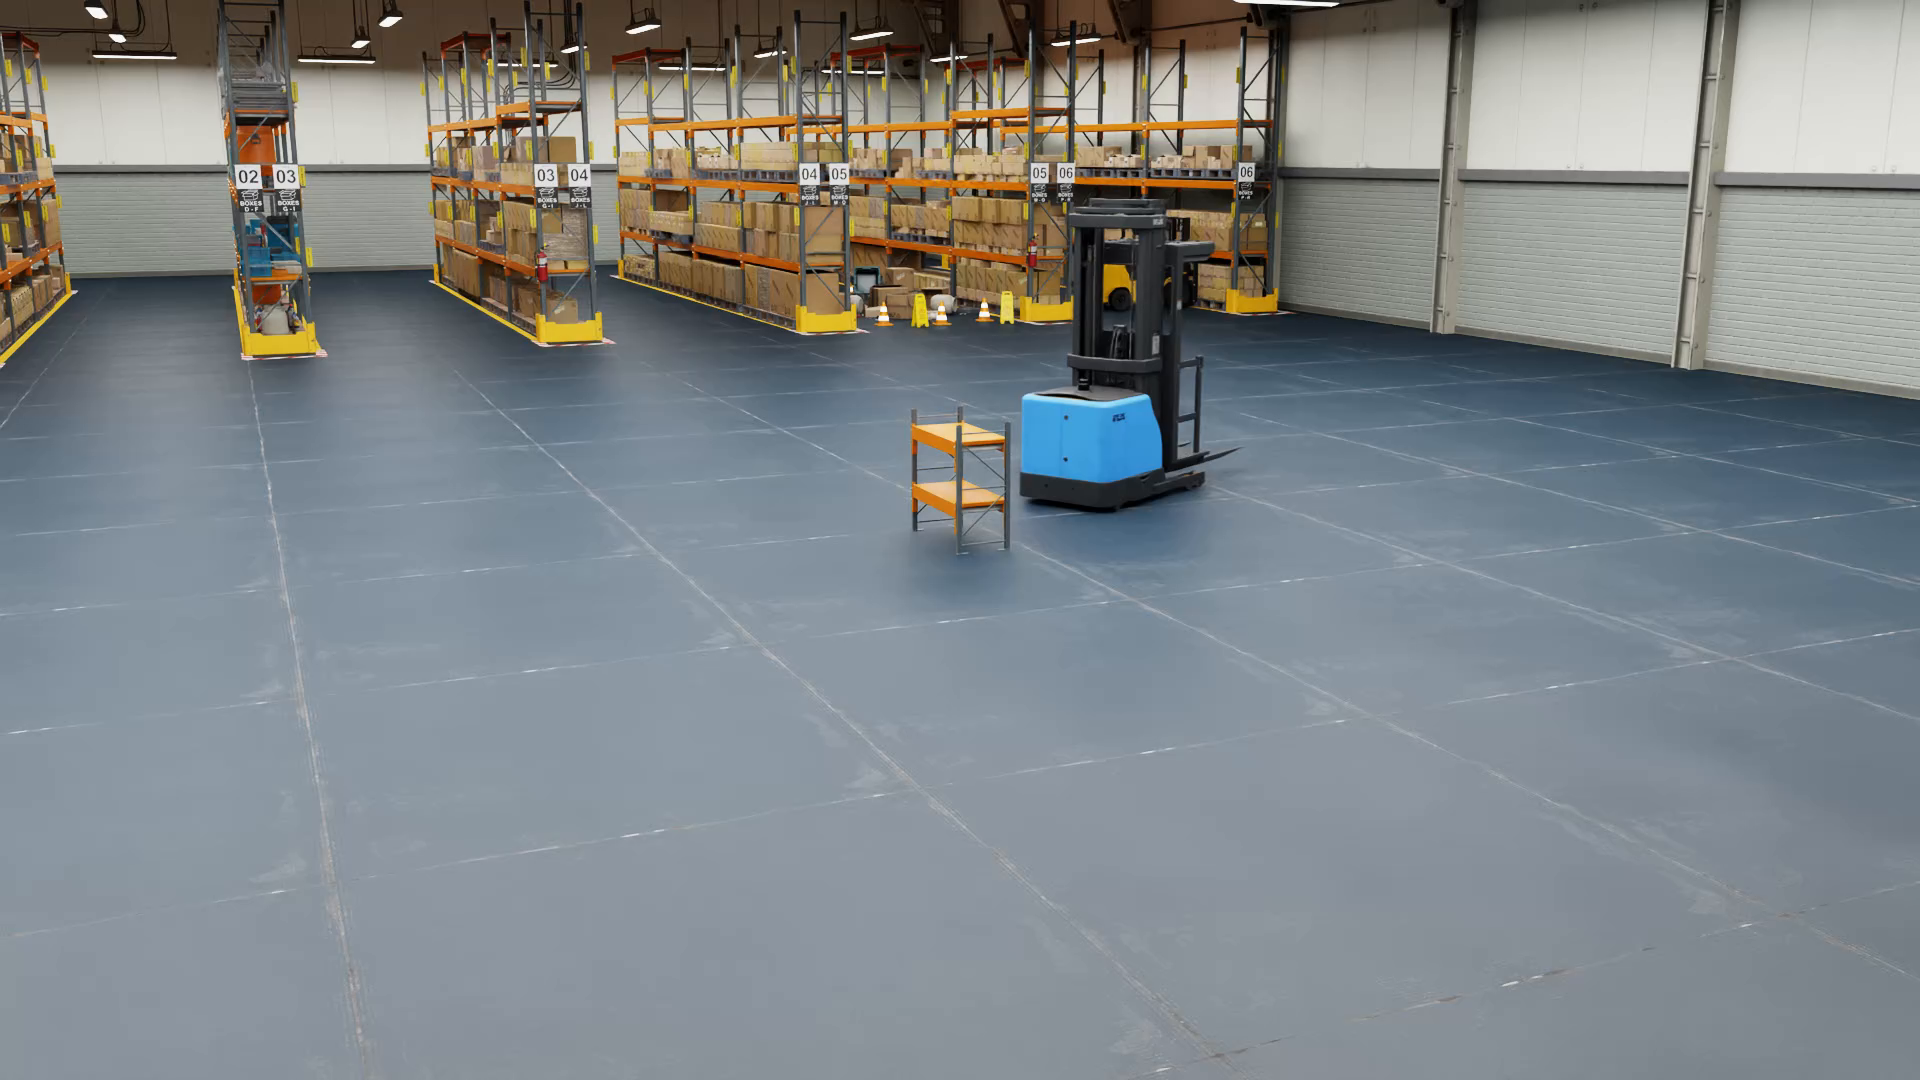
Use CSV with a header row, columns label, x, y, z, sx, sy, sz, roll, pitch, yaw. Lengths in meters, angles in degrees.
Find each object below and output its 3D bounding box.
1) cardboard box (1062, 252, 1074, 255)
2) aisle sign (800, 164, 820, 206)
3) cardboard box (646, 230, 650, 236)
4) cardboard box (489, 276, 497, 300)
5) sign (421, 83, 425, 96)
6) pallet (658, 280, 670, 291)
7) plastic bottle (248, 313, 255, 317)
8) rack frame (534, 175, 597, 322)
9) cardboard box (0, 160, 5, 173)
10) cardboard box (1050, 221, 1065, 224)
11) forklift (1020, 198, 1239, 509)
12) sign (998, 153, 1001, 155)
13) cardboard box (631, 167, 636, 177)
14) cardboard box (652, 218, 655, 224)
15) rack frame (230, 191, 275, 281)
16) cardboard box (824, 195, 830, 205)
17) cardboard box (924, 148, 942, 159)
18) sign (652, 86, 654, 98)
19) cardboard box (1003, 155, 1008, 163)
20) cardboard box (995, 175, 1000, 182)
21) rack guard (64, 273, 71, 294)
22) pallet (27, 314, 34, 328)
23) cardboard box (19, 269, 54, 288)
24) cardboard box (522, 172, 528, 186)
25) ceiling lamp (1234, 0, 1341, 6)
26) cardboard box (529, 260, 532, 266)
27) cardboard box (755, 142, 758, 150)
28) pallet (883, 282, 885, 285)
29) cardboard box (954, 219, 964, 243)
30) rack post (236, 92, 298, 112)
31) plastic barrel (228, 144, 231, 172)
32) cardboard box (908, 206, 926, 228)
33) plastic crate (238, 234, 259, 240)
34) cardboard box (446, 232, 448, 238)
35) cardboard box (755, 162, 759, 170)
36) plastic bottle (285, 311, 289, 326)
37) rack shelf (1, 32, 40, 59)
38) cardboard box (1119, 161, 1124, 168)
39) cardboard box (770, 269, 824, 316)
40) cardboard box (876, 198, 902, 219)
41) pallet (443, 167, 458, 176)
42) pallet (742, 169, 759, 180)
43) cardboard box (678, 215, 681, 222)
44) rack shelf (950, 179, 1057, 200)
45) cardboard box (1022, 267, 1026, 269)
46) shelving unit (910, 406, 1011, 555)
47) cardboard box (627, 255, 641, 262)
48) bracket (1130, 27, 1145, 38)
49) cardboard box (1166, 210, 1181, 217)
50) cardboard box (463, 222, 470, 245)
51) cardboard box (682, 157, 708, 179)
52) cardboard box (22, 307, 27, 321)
label,x,y,z,sx,sy,sz,roll,pitch,yaw
cardboard box,2.777,-7.533,43.941,0.380,0.149,0.250,-6,14,-26
aisle sign,-2.877,-6.806,31.860,0.394,0.787,0.004,-6,14,-23
cardboard box,-7.969,-8.020,43.425,0.380,0.149,0.250,-6,14,-24
cardboard box,-10.133,-5.667,37.271,0.700,0.500,0.500,-6,15,-26
sign,-14.135,-11.866,43.760,0.100,0.325,0.005,-6,14,-23
pallet,-7.124,-6.541,42.666,1.003,0.211,1.213,-6,14,-23
plastic bottle,-13.092,-4.088,30.778,0.144,0.351,0.185,-5,14,-21
rack frame,-7.215,-5.154,30.488,1.000,3.000,0.127,-6,14,-23
cardboard box,-19.038,-7.311,32.554,0.500,0.250,0.500,-5,14,-21
cardboard box,2.592,-8.335,43.855,0.380,0.149,0.250,-5,14,-22
forklift,1.885,-1.999,17.005,1.130,2.935,3.031,10,16,36
sign,1.110,-10.640,46.393,0.100,0.325,0.005,-6,14,-23
cardboard box,-8.472,-9.838,44.403,0.500,0.250,0.500,-6,14,-23
cardboard box,-7.595,-8.112,42.231,0.380,0.149,0.250,-6,14,-24
rack frame,-18.163,-8.013,42.838,1.000,3.000,0.127,-6,14,-23
cardboard box,-3.384,-9.137,45.257,0.500,0.500,0.500,-6,14,-23
cardboard box,-0.515,-9.029,38.871,0.500,0.250,0.500,-5,14,-22
sign,-8.523,-12.388,46.015,0.100,0.325,0.005,-6,14,-23
cardboard box,1.126,-8.036,35.076,0.380,0.149,0.250,-6,14,-23
cardboard box,0.978,-7.704,35.409,0.380,0.149,0.250,-6,14,-25
rack guard,-22.672,-6.333,41.122,1.175,0.500,0.348,-6,14,-23
pallet,-19.204,-4.381,33.331,1.003,0.211,1.213,-6,14,-23
cardboard box,-21.858,-6.125,39.244,0.797,0.503,0.637,-6,14,-23
cardboard box,-7.844,-6.722,30.943,0.500,0.250,0.500,-6,14,-23
ceiling lamp,5.601,-10.517,27.408,2.000,3.185,0.800,-6,14,-23
cardboard box,-8.034,-5.329,31.800,0.380,0.149,0.250,-6,14,-23
cardboard box,-3.988,-8.072,34.079,0.380,0.149,0.250,-5,14,-22
pallet,-1.586,-6.513,42.545,1.003,0.211,1.213,-6,14,-23
cardboard box,0.183,-6.953,37.380,0.500,0.500,0.500,-6,14,-23
rack post,-11.940,-7.554,28.660,0.937,0.300,0.954,-4,14,-17
plastic barrel,-14.828,-7.876,34.484,0.600,0.901,0.600,0,13,0
cardboard box,-0.937,-7.771,39.979,0.500,0.500,0.500,-5,14,-22
plastic crate,-14.591,-6.030,34.127,0.402,0.464,0.583,-6,14,-23
cardboard box,-12.857,-7.757,42.291,0.380,0.149,0.250,-5,14,-22
cardboard box,-3.989,-7.684,34.171,0.380,0.149,0.250,-6,14,-24
plastic bottle,-12.663,-4.167,31.272,0.061,0.283,0.133,-6,14,-23
rack shelf,-21.902,-11.344,38.153,1.077,0.370,4.000,-6,14,-23
cardboard box,4.090,-9.117,40.361,0.380,0.149,0.250,-6,14,-23
cardboard box,-3.317,-5.067,33.890,0.875,0.875,0.875,-6,14,-24
cardboard box,-1.786,-8.321,41.732,0.500,0.500,0.500,-6,14,-24
pallet,-12.340,-9.222,41.606,1.003,0.211,1.213,-6,14,-23
pallet,-3.914,-7.656,34.842,1.003,0.211,1.213,-6,14,-23
cardboard box,-6.550,-7.718,39.872,0.380,0.149,0.250,-6,14,-24
rack shelf,1.064,-7.574,35.884,1.077,0.370,4.000,-6,14,-23
cardboard box,1.378,-5.688,36.299,0.500,0.500,0.500,-5,14,-22
shelving unit,-0.003,-0.549,14.749,0.538,1.125,1.048,-6,14,-23
cardboard box,-8.937,-7.744,45.749,0.380,0.149,0.250,-6,14,-23
bracket,4.396,-12.522,41.034,0.235,0.232,0.430,-6,14,-23
cardboard box,4.972,-7.582,38.656,0.380,0.149,0.250,-5,14,-22
cardboard box,-11.453,-7.251,39.326,0.500,0.500,0.500,-5,14,-22
cardboard box,-6.296,-8.839,39.536,0.500,0.500,0.500,-6,14,-23
cardboard box,-18.447,-4.375,32.288,0.500,0.250,0.500,-5,14,-22
